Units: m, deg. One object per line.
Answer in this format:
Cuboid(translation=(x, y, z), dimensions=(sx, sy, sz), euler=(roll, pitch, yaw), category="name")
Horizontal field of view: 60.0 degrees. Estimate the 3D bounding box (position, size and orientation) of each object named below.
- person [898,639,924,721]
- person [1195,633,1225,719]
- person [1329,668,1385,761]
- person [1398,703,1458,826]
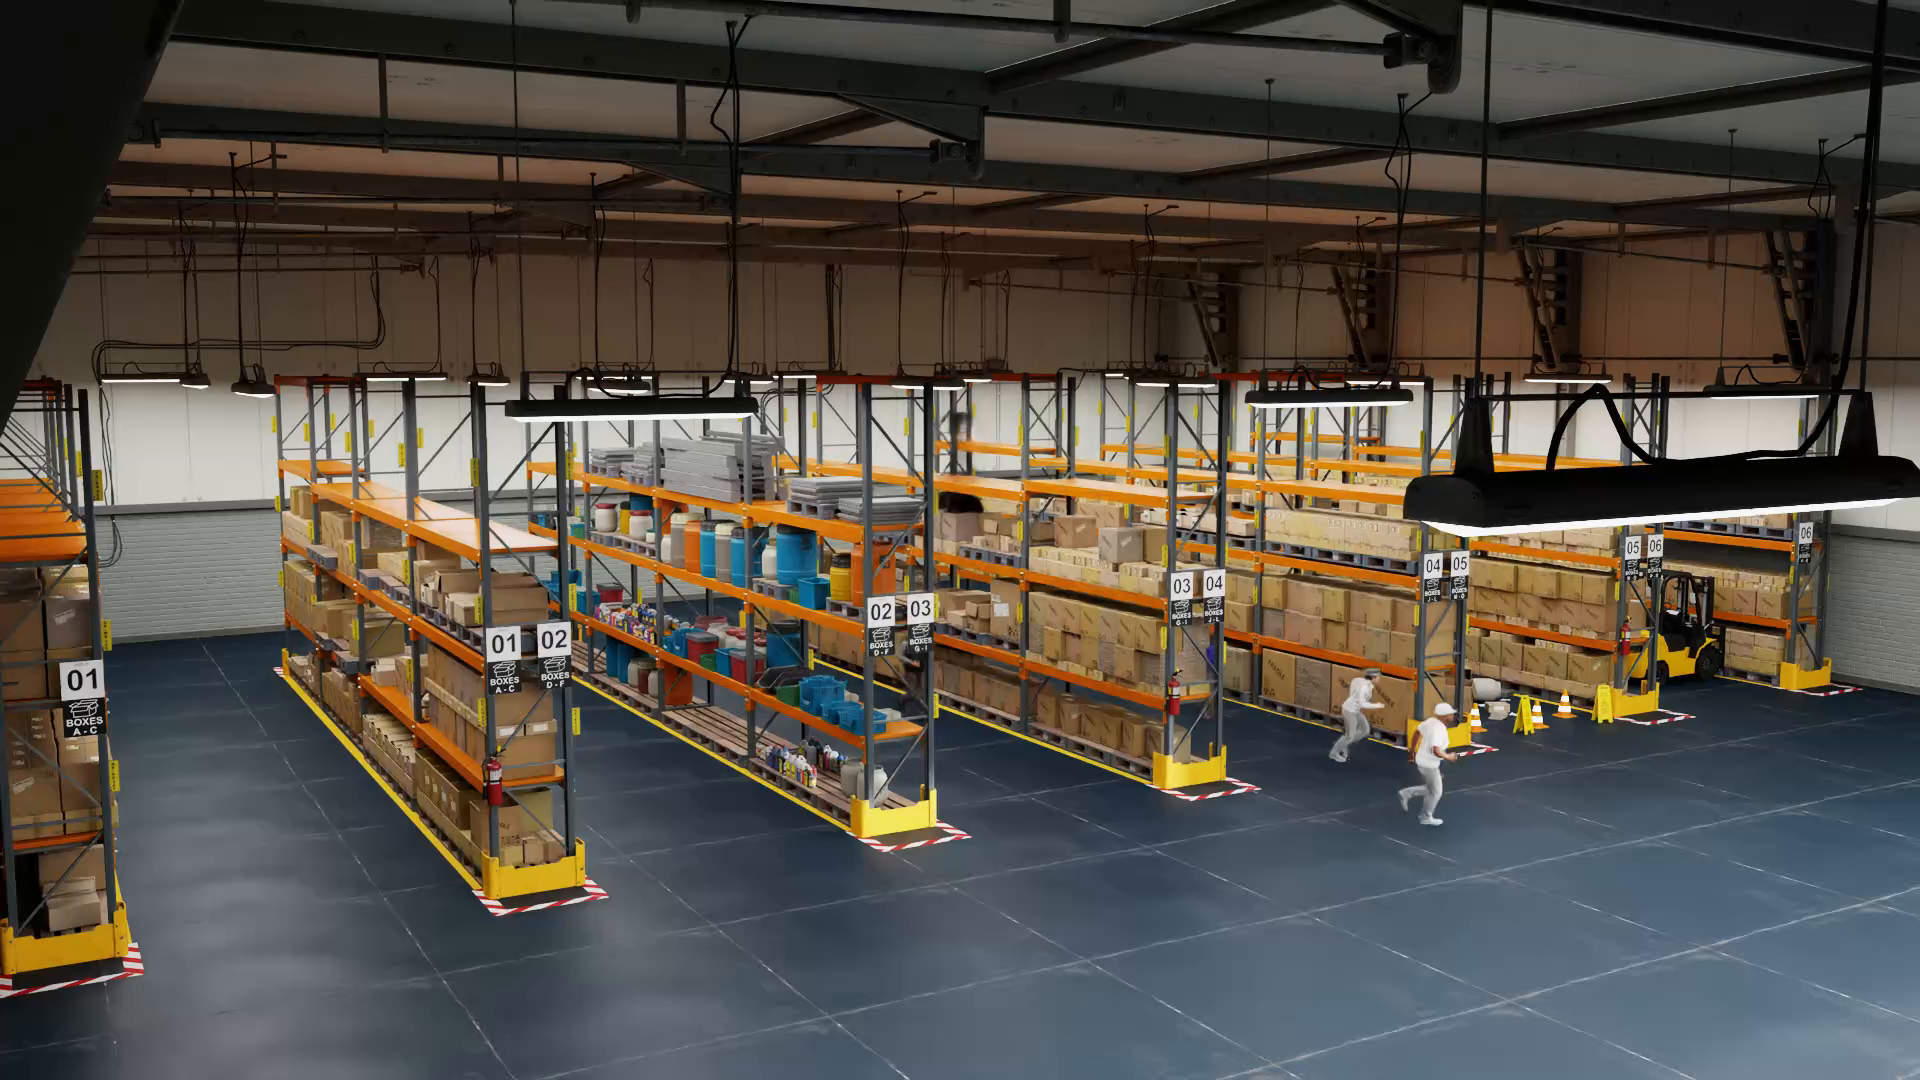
Cuboid(translation=(-0.777, 2.345, 29.143), dimensions=(0.669, 1.614, 0.760), euler=(-4, 8, -34), category="person")
Cuboid(translation=(4.397, 2.367, 29.269), dimensions=(0.564, 1.587, 0.696), euler=(-4, 7, -31), category="person")
Cuboid(translation=(6.251, 2.729, 26.139), dimensions=(0.842, 1.504, 0.643), euler=(2, 7, 18), category="person")
Cuboid(translation=(6.332, 3.038, 22.487), dimensions=(0.749, 1.704, 0.685), euler=(1, 6, 9), category="person")
